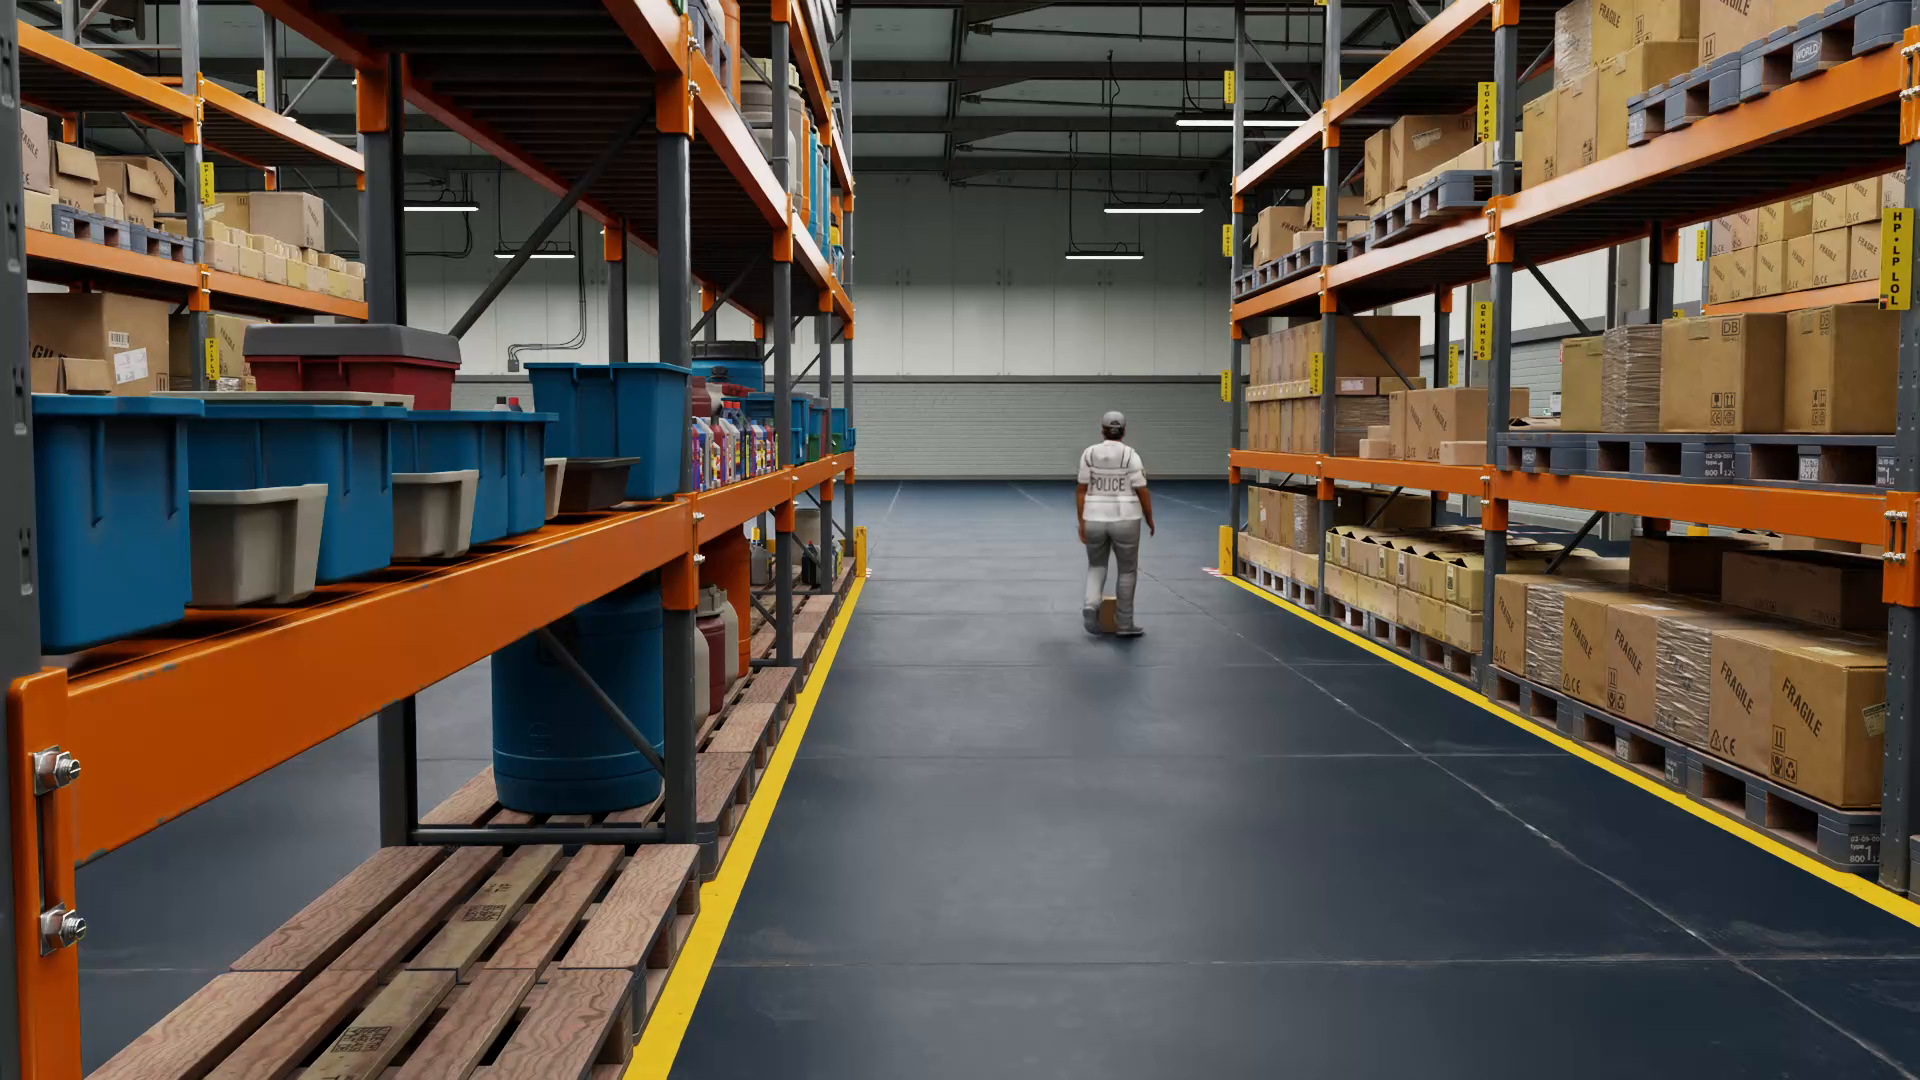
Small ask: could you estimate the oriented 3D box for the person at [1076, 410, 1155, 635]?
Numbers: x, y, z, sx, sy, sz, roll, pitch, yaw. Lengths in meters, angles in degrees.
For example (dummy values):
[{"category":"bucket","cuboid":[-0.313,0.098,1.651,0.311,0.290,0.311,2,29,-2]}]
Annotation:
[{"category":"person","cuboid":[1.142,-0.118,12.144,0.534,1.650,0.588,2,4,24]}]
